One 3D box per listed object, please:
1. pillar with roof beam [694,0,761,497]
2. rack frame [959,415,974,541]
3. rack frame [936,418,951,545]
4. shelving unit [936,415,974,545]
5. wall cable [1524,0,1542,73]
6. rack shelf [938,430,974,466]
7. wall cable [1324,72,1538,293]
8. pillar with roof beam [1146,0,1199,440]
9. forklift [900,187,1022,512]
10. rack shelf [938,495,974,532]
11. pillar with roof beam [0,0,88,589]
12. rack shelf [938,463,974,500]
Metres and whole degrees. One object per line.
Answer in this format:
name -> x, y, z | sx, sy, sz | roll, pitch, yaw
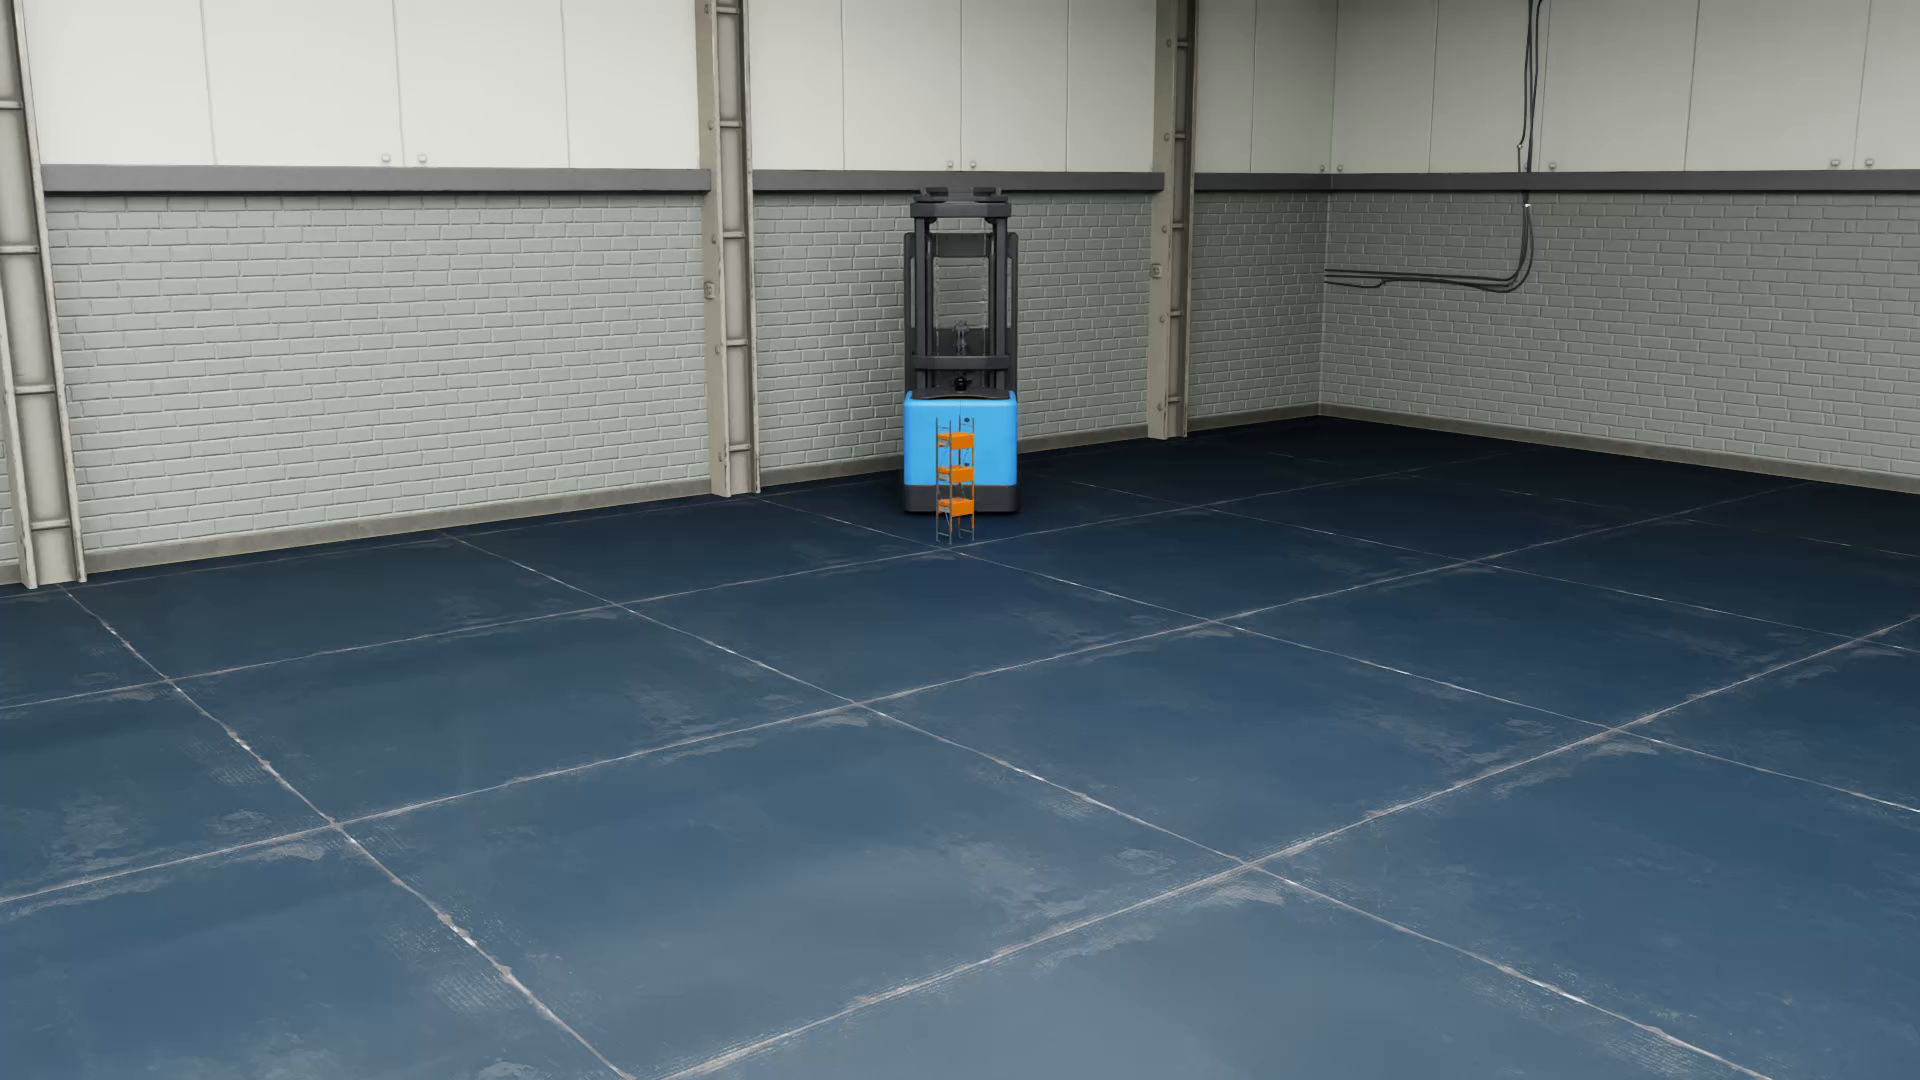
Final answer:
pillar with roof beam -> 0.486, -4.167, 12.090 | 0.400, 9.000, 9.100 | -9, 15, -38
rack frame -> 0.054, -0.522, 14.062 | 0.008, 1.050, 0.200 | -9, 15, -38
rack frame -> -0.137, -0.491, 13.912 | 0.008, 1.050, 0.200 | -9, 15, -38
shelving unit -> -0.042, -0.507, 13.987 | 0.252, 1.050, 0.215 | -9, 15, -38
wall cable -> 7.299, -6.325, 17.566 | 0.112, 2.526, 3.097 | -9, 15, -38
rack shelf -> -0.042, -0.774, 13.930 | 0.240, 0.259, 0.215 | -9, 15, -38
wall cable -> 5.609, -4.293, 20.157 | 0.112, 2.526, 3.097 | -9, 15, -38
pillar with roof beam -> 5.171, -4.946, 15.756 | 0.400, 9.000, 9.100 | -9, 15, -38
forklift -> 0.010, -1.932, 16.169 | 1.130, 2.935, 3.031 | 0, 12, 0
rack shelf -> -0.042, -0.224, 14.047 | 0.240, 0.259, 0.215 | -9, 15, -38
pillar with roof beam -> -4.199, -3.389, 8.423 | 0.400, 9.000, 9.100 | -9, 15, -38
rack shelf -> -0.042, -0.496, 13.989 | 0.240, 0.259, 0.215 | -9, 15, -38
